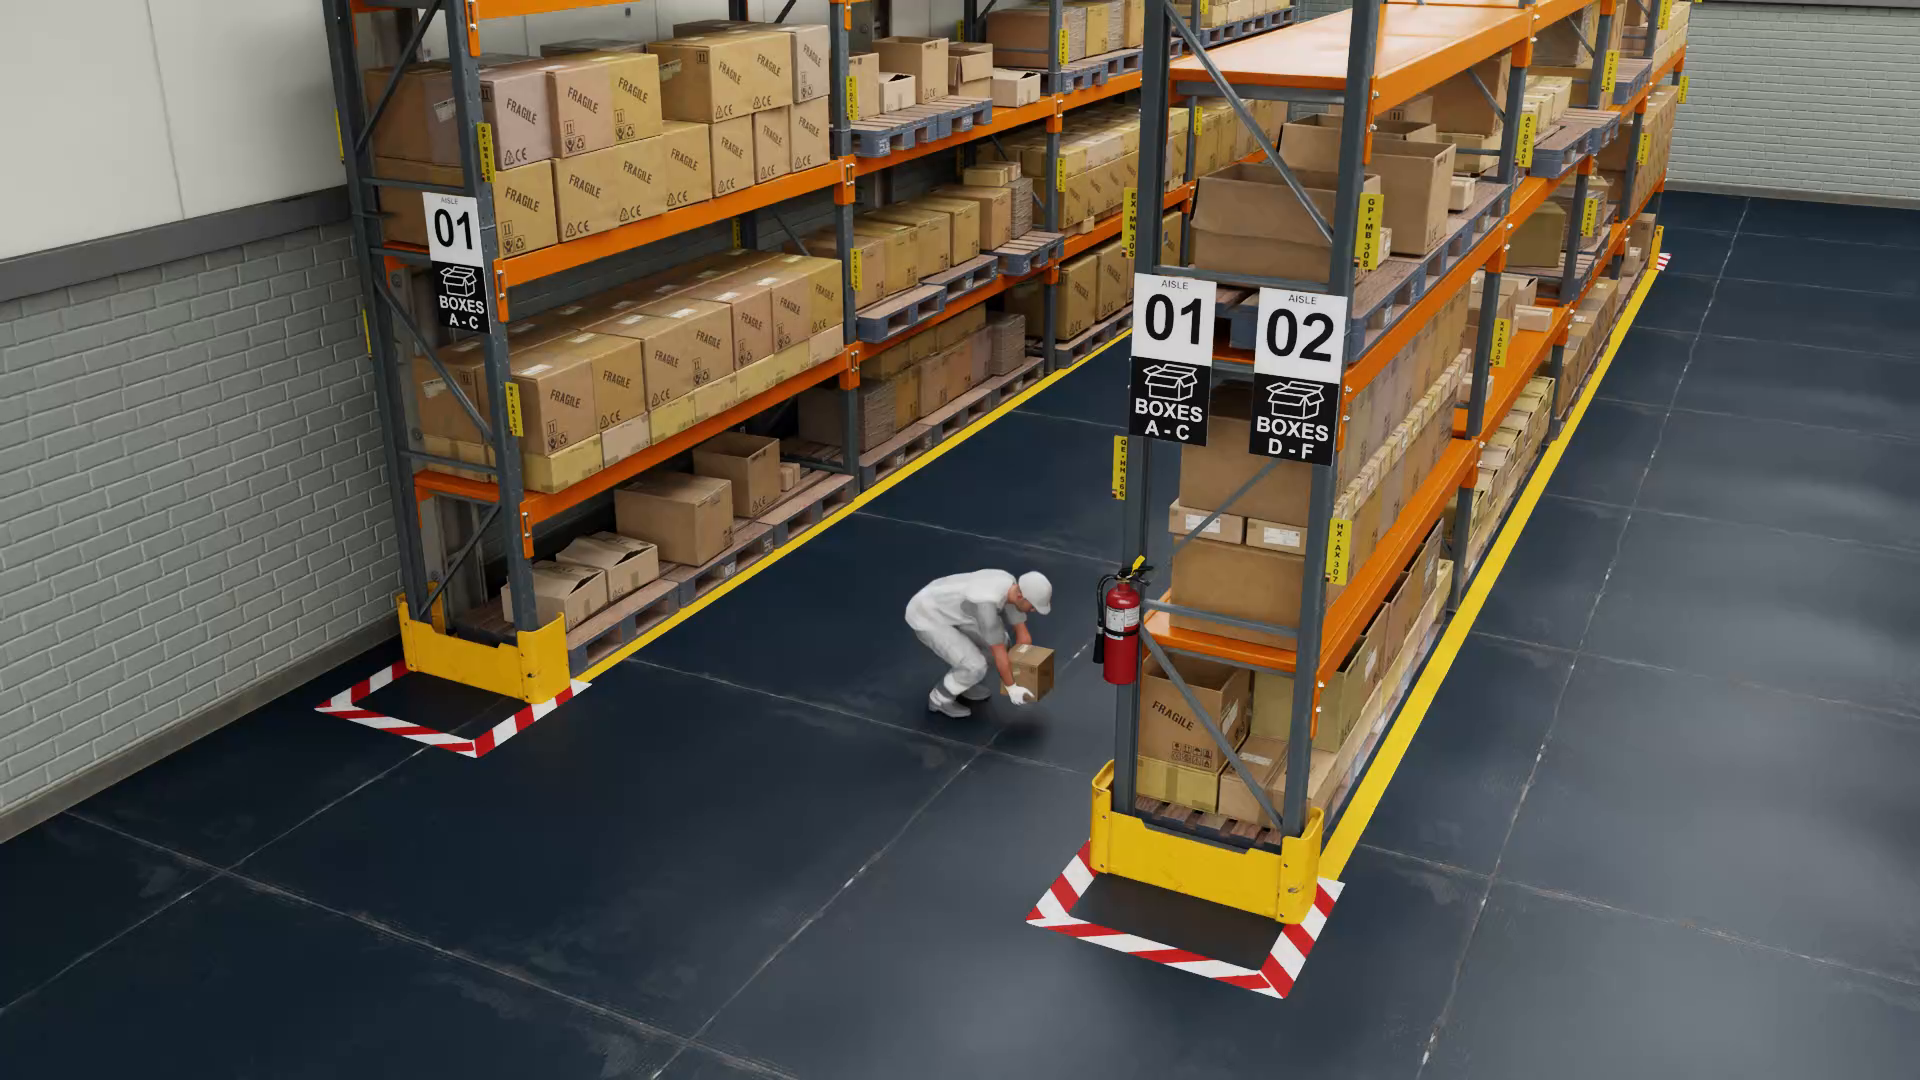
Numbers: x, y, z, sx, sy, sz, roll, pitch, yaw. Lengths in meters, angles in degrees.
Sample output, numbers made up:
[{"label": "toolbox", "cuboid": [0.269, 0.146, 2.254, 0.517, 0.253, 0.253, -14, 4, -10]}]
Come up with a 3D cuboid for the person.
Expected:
[{"label": "person", "cuboid": [0.120, 0.607, 10.314, 0.921, 0.988, 0.532, 10, 25, 23]}]
